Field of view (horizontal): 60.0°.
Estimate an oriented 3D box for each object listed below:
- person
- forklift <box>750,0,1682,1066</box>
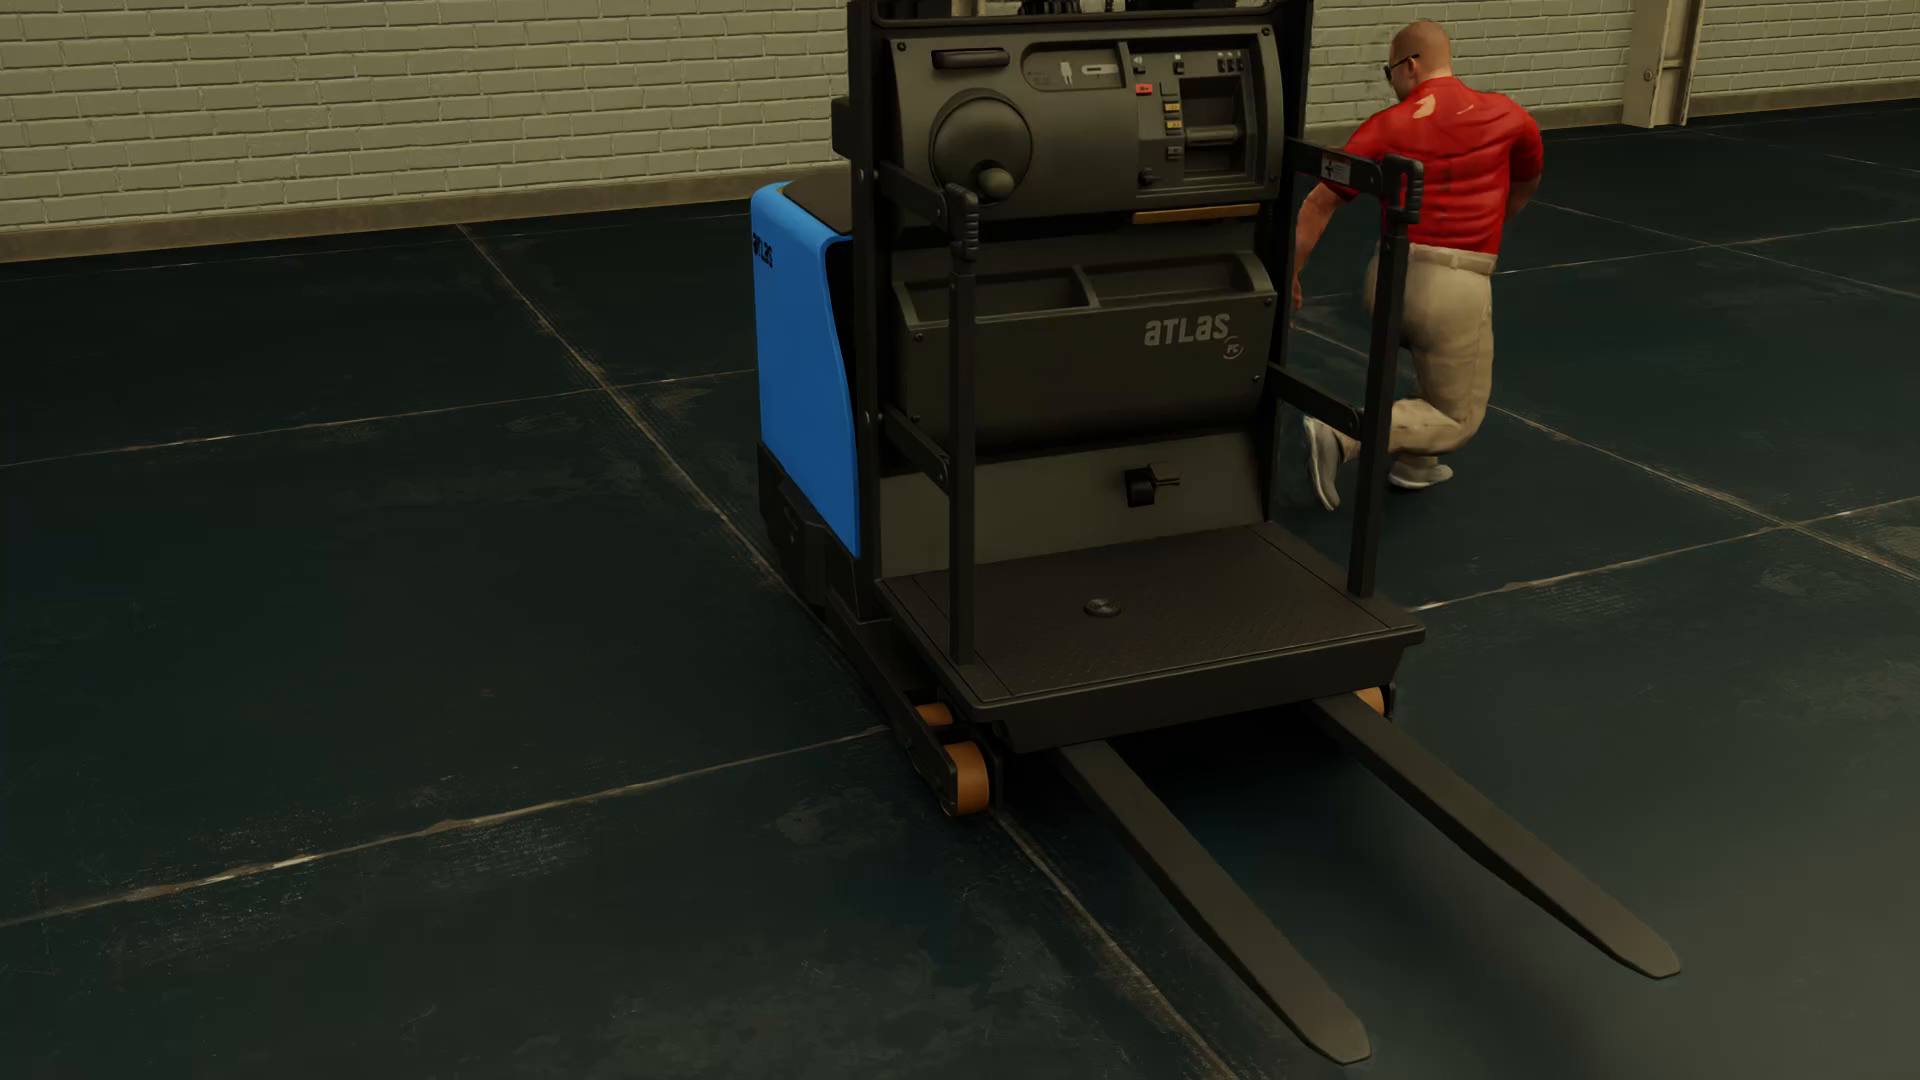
[{"bbox_3d":[1.397,-0.841,5.250,0.896,1.509,0.636,-19,29,-38],"label":"person"},{"bbox_3d":[0.373,-0.926,3.514,1.130,2.935,3.031,-8,24,-19],"label":"forklift"}]
